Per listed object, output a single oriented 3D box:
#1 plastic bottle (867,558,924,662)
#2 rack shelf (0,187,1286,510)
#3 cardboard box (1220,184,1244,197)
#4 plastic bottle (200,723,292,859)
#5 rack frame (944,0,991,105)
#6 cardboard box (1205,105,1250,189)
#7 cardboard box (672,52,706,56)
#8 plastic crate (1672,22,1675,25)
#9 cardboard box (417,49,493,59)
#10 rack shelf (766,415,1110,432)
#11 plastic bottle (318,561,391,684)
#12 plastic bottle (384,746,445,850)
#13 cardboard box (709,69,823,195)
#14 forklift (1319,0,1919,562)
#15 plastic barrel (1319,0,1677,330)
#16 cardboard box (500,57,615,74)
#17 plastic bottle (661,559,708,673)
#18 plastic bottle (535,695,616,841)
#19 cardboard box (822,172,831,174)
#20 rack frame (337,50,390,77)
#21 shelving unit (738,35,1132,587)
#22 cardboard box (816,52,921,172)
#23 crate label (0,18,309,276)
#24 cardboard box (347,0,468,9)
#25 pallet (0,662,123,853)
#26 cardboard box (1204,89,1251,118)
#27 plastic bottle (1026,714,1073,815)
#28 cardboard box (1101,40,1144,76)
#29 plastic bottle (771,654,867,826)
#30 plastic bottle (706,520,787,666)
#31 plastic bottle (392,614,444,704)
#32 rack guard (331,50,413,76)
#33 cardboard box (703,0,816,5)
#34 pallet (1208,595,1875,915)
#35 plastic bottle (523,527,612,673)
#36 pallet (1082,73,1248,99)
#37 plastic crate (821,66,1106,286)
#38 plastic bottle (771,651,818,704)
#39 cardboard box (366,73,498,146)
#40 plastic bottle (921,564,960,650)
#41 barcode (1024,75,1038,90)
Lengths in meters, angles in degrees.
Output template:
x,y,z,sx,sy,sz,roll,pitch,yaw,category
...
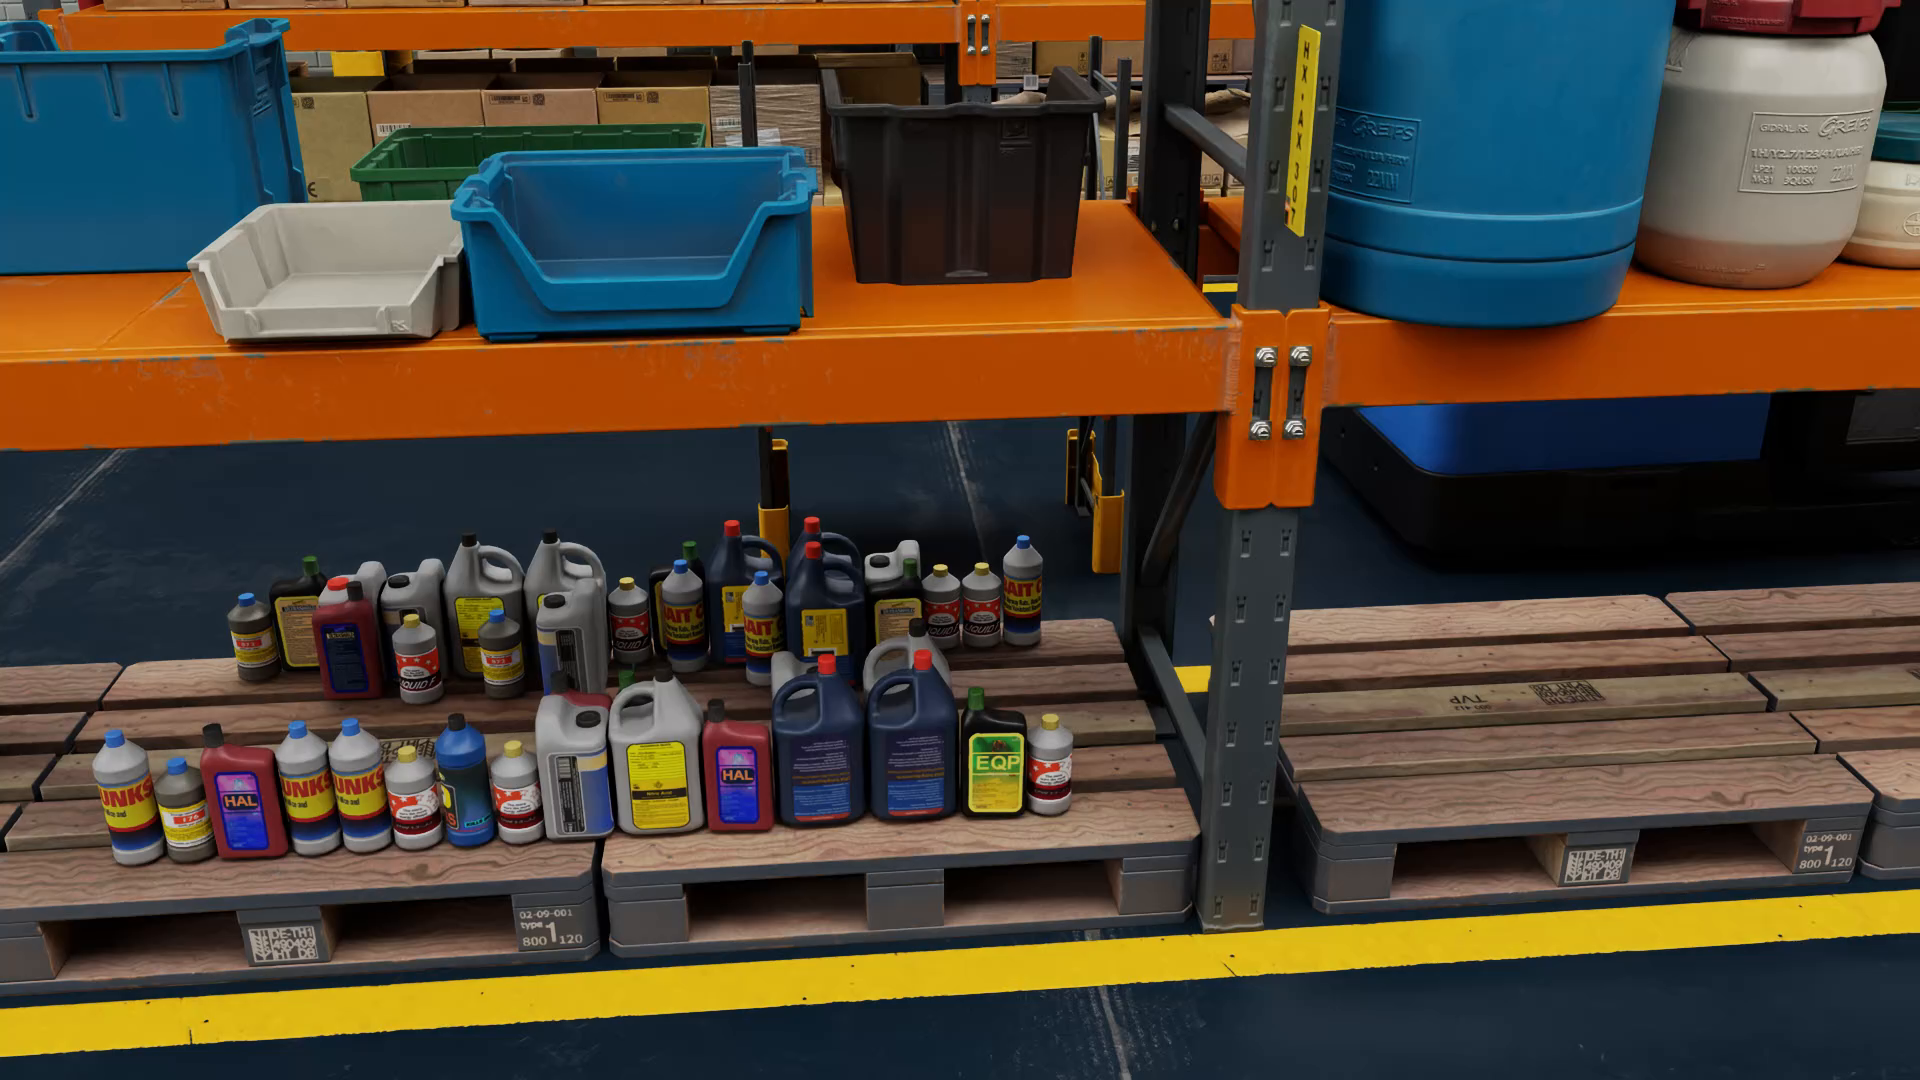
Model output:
x,y,z,sx,sy,sz,roll,pitch,yaw,category
-0.153,0.180,3.955,0.133,0.283,0.061,-2,24,-5,plastic bottle
-1.475,-0.354,3.239,4.000,0.370,1.077,-2,24,-5,rack shelf
1.482,-1.658,8.156,0.500,0.250,0.500,-3,24,-7,cardboard box
-1.404,0.489,3.259,0.133,0.283,0.061,-2,24,-4,plastic bottle
0.032,-2.765,7.778,0.127,3.000,1.000,-2,24,-5,rack frame
1.481,-1.912,8.035,0.500,0.311,0.500,-3,24,-7,cardboard box
-2.052,-3.610,12.646,0.250,0.149,0.380,-4,24,-9,cardboard box
1.582,-0.925,3.658,0.575,0.384,0.392,-2,24,-5,plastic crate
-3.742,-3.571,12.360,0.500,0.311,0.500,-5,24,-11,cardboard box
-0.085,-0.518,5.011,1.000,0.185,0.538,-2,24,-5,rack shelf
-1.428,0.191,3.939,0.135,0.276,0.152,-2,24,-5,plastic bottle
-1.092,0.507,3.321,0.097,0.201,0.097,0,24,0,plastic bottle
-0.907,-1.921,7.824,0.500,0.500,0.500,-2,24,-5,cardboard box
2.798,-1.530,5.084,3.031,2.935,1.130,-3,24,-7,forklift
0.929,-0.885,2.930,0.708,0.901,0.600,-2,24,-5,plastic barrel
-1.953,-2.090,8.205,0.500,0.500,0.500,-2,24,-5,cardboard box
-0.660,0.176,3.978,0.097,0.271,0.097,0,24,0,plastic bottle
-0.772,0.449,3.360,0.135,0.276,0.152,-2,24,-4,plastic bottle
-0.460,-1.804,8.485,0.500,0.250,0.500,-2,24,-5,cardboard box
-4.439,-4.607,11.923,0.127,3.000,1.000,-2,24,-5,rack frame
-0.076,-0.682,4.939,1.083,1.500,0.587,-2,24,-5,shelving unit
-0.460,-2.151,8.342,0.500,0.500,0.500,-2,24,-5,cardboard box
-1.661,-0.802,3.318,0.616,0.435,0.502,-2,24,-5,crate label
-2.466,-2.705,7.519,0.500,0.500,0.700,-2,24,-5,cardboard box
-2.586,0.619,3.598,1.213,0.211,1.003,-2,24,-5,pallet
1.421,-2.131,8.529,0.500,0.311,0.500,-2,24,-5,cardboard box
0.185,0.455,3.436,0.097,0.201,0.097,0,24,0,plastic bottle
1.293,-3.907,12.883,0.500,0.500,0.700,-2,24,-5,cardboard box
-0.289,0.397,3.384,0.185,0.351,0.144,-3,24,-8,plastic bottle
-0.517,0.119,4.009,0.185,0.351,0.144,-3,24,-7,plastic bottle
-1.259,0.269,3.855,0.097,0.201,0.097,0,24,0,plastic bottle
-4.364,-3.468,12.437,0.348,0.500,1.175,-2,24,-5,rack guard
-0.933,-2.767,7.659,0.500,0.500,0.700,-3,24,-6,cardboard box
1.293,0.464,3.945,1.213,0.211,1.003,-2,24,-5,pallet
-0.940,0.136,3.971,0.185,0.351,0.144,-2,24,-6,plastic bottle
1.533,-3.575,13.032,1.213,0.211,1.003,-2,24,-5,pallet
-0.019,-0.765,3.354,0.504,0.338,0.767,-2,24,-5,plastic crate
-0.328,0.372,3.532,0.135,0.276,0.152,-2,24,-5,plastic bottle
-2.400,-1.861,7.688,0.500,0.500,0.500,-2,24,-5,cardboard box
-0.048,0.159,4.104,0.097,0.201,0.097,0,24,0,plastic bottle
0.327,-2.104,7.645,0.075,0.075,0.001,-2,24,-5,barcode
